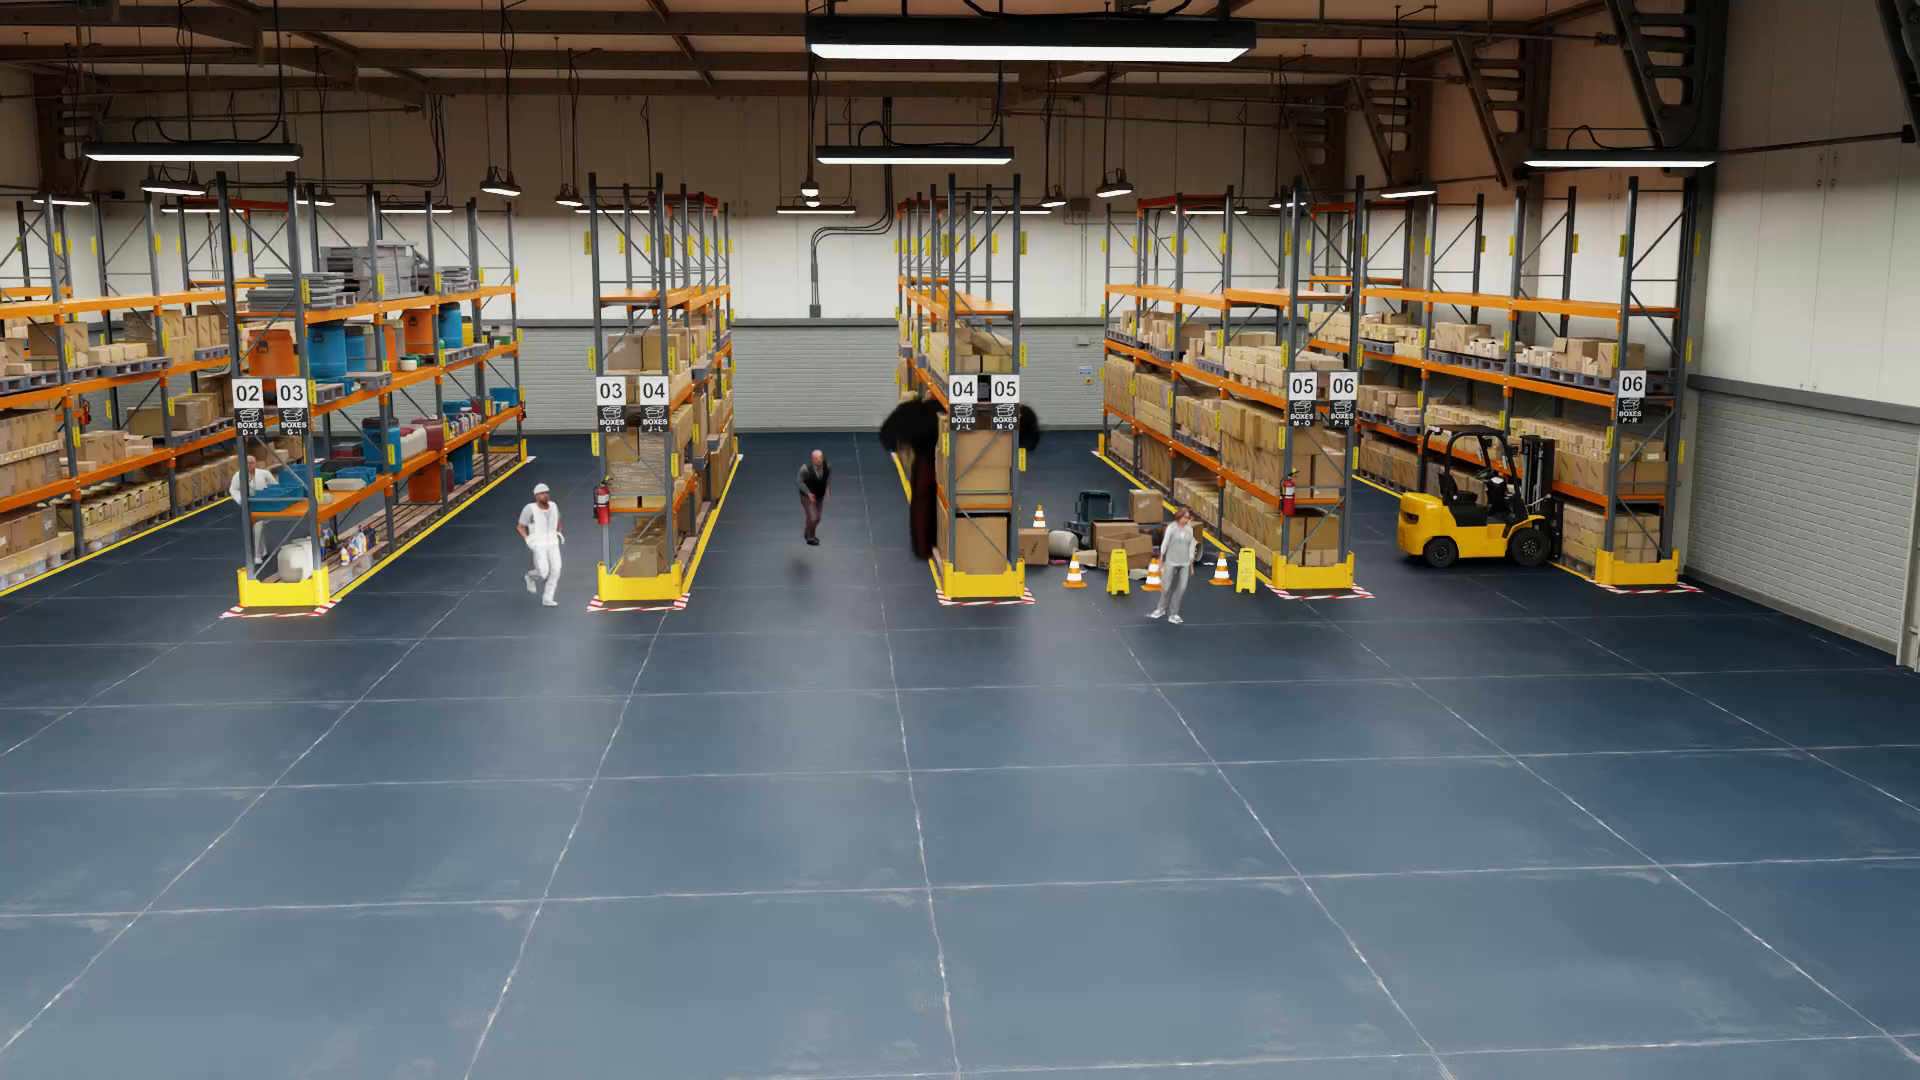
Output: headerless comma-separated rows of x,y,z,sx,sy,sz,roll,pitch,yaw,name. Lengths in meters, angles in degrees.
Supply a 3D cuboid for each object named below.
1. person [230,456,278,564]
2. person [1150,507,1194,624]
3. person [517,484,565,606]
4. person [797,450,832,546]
-11.297,-0.520,26.693,0.707,1.731,0.863,-2,10,-9,person
2.856,0.329,22.296,0.543,1.583,0.434,-3,10,-14,person
-5.884,0.060,23.414,0.684,1.731,0.647,-9,13,-41,person
-2.338,-0.667,26.423,0.659,1.604,0.870,-8,13,-38,person
